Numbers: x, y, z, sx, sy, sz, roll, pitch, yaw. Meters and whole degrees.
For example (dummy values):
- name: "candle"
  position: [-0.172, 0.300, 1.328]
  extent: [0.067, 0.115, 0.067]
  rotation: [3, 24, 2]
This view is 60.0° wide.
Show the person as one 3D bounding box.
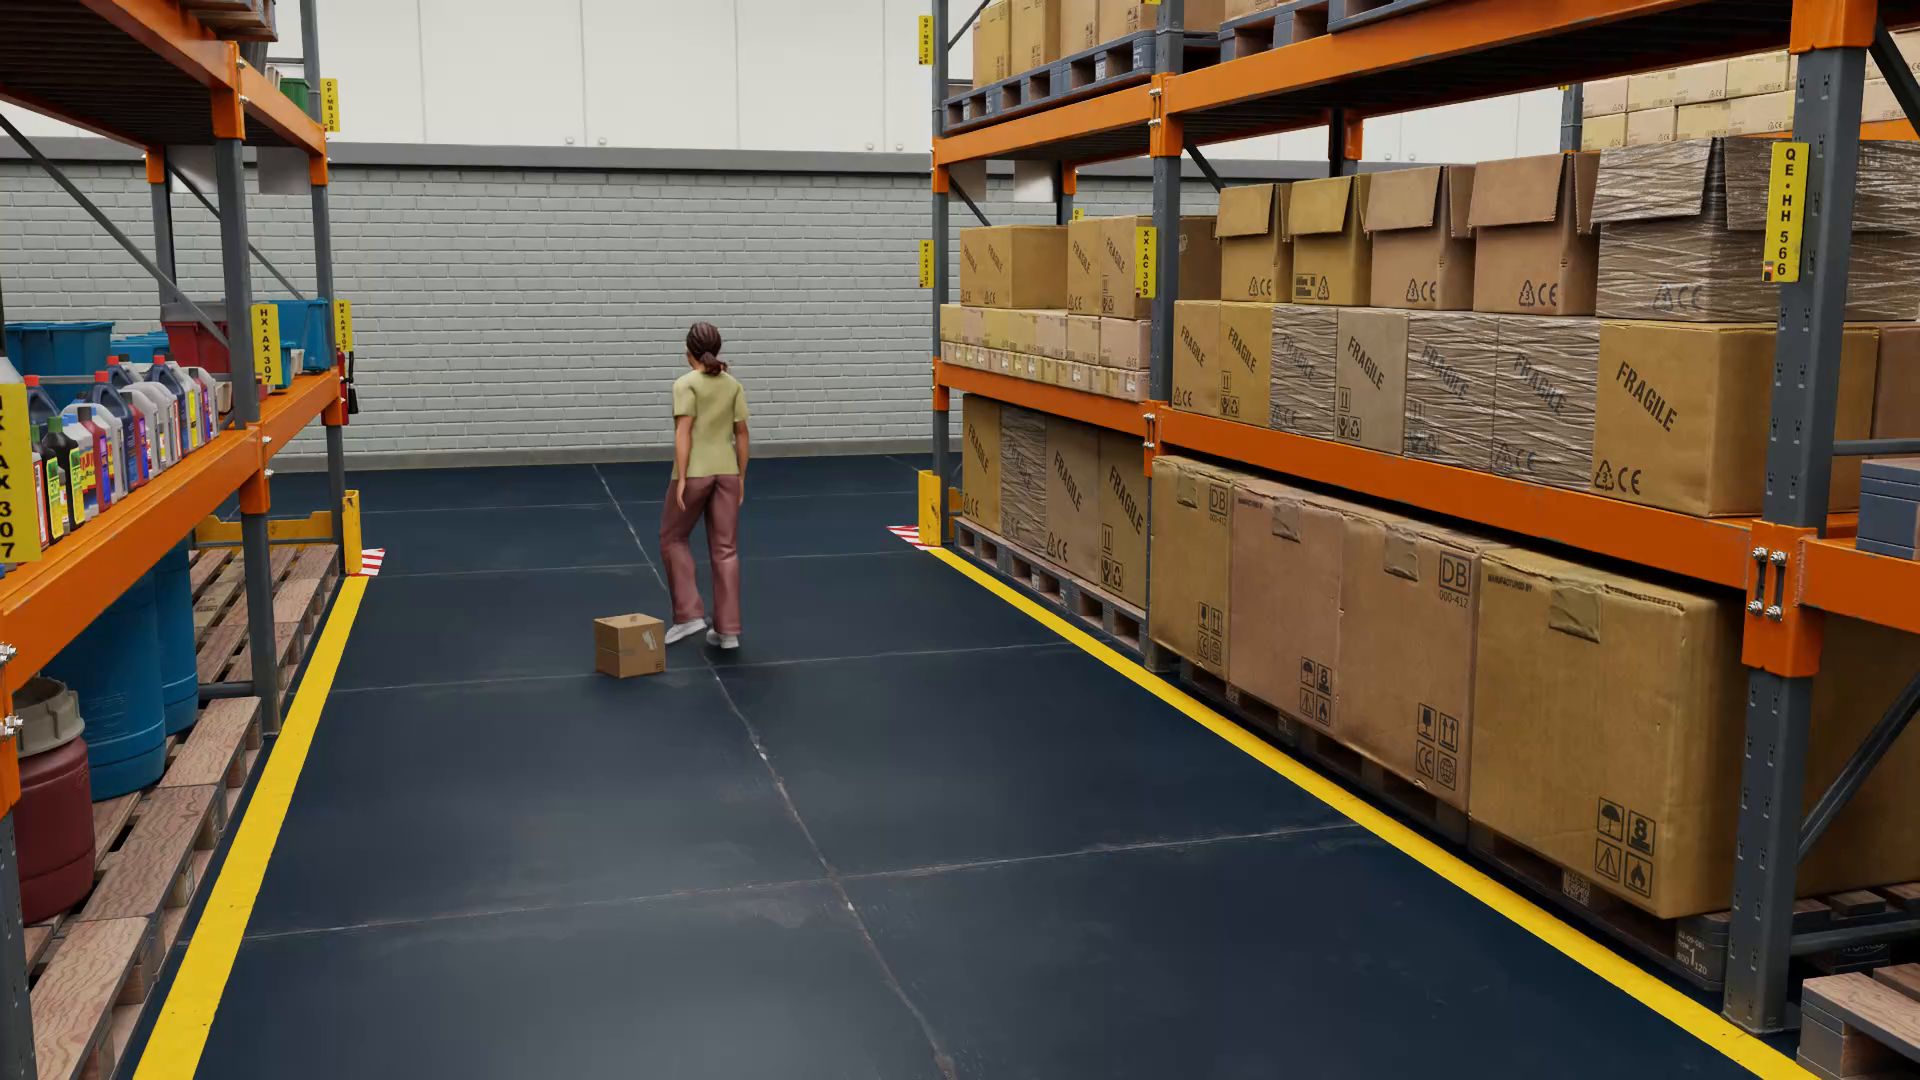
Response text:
- name: "person"
  position: [-1.273, -0.265, 8.530]
  extent: [0.473, 1.688, 0.539]
  rotation: [-6, 11, -33]
